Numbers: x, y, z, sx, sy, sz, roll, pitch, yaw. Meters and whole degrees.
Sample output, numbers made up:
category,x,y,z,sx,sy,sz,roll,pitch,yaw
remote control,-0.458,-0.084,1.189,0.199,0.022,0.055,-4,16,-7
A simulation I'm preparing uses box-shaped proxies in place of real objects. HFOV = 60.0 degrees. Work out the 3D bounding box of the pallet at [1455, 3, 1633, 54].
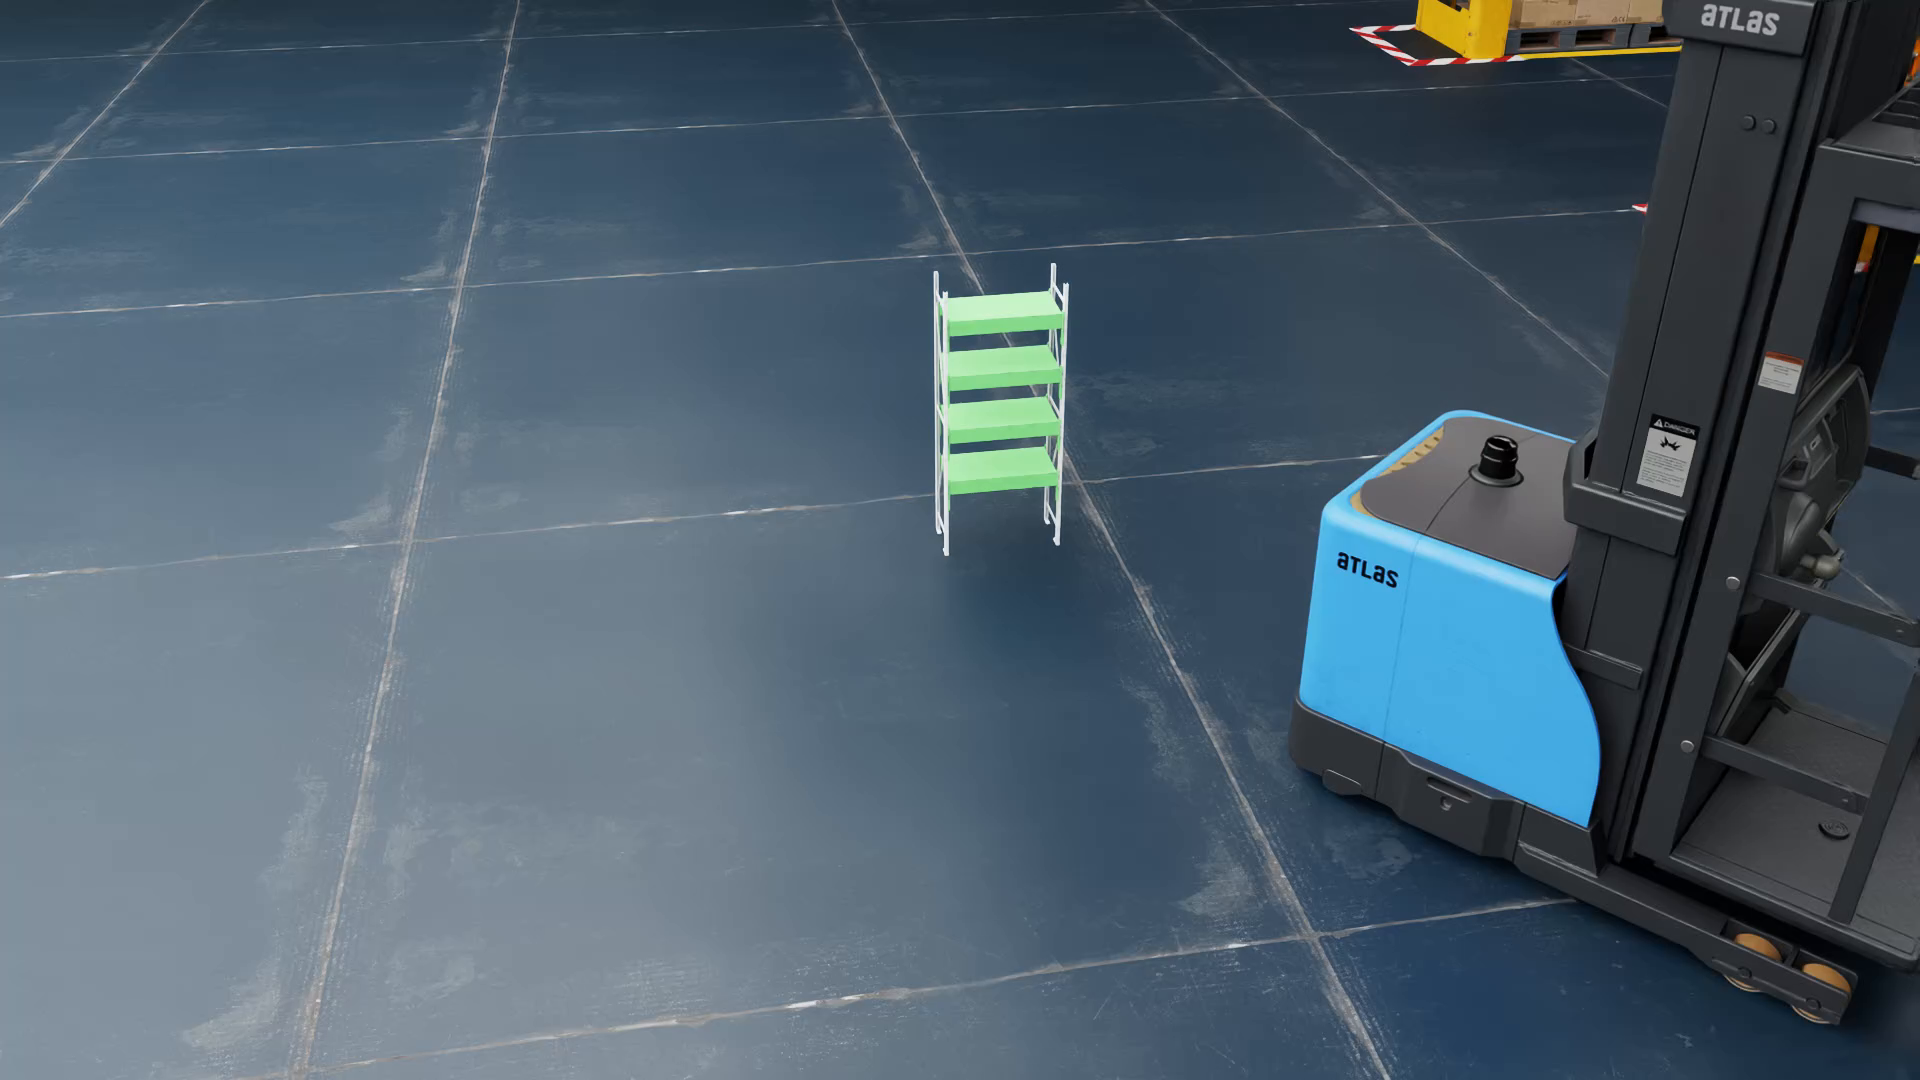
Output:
category,x,y,z,sx,sy,sz,roll,pitch,yaw
pallet,5.193,-4.607,14.877,1.213,0.211,1.003,-5,31,-9

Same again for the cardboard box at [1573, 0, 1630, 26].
category,x,y,z,sx,sy,sz,roll,pitch,yaw
cardboard box,5.507,-4.700,14.582,0.500,0.250,0.500,-5,31,-9

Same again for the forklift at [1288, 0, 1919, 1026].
category,x,y,z,sx,sy,sz,roll,pitch,yaw
forklift,2.608,-0.160,4.630,3.031,2.935,1.130,23,37,33

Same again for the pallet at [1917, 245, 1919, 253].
category,x,y,z,sx,sy,sz,roll,pitch,yaw
pallet,6.203,-2.148,10.695,1.213,0.211,1.003,-5,31,-9

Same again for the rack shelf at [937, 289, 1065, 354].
category,x,y,z,sx,sy,sz,roll,pitch,yaw
rack shelf,0.163,-0.891,6.761,0.480,0.148,0.258,-5,31,-9

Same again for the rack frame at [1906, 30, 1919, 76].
category,x,y,z,sx,sy,sz,roll,pitch,yaw
rack frame,5.337,-3.248,9.815,0.127,3.000,1.000,-5,31,-9

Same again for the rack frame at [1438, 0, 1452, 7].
category,x,y,z,sx,sy,sz,roll,pitch,yaw
rack frame,4.448,-5.718,14.016,0.127,3.000,1.000,-5,31,-9

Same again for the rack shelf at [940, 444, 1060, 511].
category,x,y,z,sx,sy,sz,roll,pitch,yaw
rack shelf,0.163,-0.270,7.126,0.480,0.148,0.258,-5,31,-9

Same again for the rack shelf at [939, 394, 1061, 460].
category,x,y,z,sx,sy,sz,roll,pitch,yaw
rack shelf,0.163,-0.477,7.004,0.480,0.148,0.258,-5,31,-9

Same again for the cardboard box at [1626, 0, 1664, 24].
category,x,y,z,sx,sy,sz,roll,pitch,yaw
cardboard box,5.999,-4.745,14.659,0.500,0.250,0.500,-5,31,-9

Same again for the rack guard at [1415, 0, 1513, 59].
category,x,y,z,sx,sy,sz,roll,pitch,yaw
rack guard,4.424,-4.639,14.646,0.348,0.500,1.175,-5,31,-9

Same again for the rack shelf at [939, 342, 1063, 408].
category,x,y,z,sx,sy,sz,roll,pitch,yaw
rack shelf,0.163,-0.684,6.882,0.480,0.148,0.258,-5,31,-9

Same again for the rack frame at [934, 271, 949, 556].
category,x,y,z,sx,sy,sz,roll,pitch,yaw
rack frame,-0.077,-0.510,6.934,0.015,1.200,0.240,-5,31,-9

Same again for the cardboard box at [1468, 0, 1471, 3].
category,x,y,z,sx,sy,sz,roll,pitch,yaw
cardboard box,4.922,-4.910,14.940,0.500,0.250,0.500,-5,31,-9

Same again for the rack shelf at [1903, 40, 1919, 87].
category,x,y,z,sx,sy,sz,roll,pitch,yaw
rack shelf,7.304,-3.121,10.308,4.000,0.370,1.077,-5,31,-9

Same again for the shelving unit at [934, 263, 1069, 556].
category,x,y,z,sx,sy,sz,roll,pitch,yaw
shelving unit,0.163,-0.532,6.972,0.503,1.200,0.258,-5,31,-9

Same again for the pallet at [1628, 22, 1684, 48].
category,x,y,z,sx,sy,sz,roll,pitch,yaw
pallet,6.390,-4.717,15.063,1.213,0.211,1.003,-5,31,-9

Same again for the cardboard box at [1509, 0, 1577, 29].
category,x,y,z,sx,sy,sz,roll,pitch,yaw
cardboard box,5.016,-4.652,14.501,0.500,0.250,0.500,-5,31,-9

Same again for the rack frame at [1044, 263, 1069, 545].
category,x,y,z,sx,sy,sz,roll,pitch,yaw
rack frame,0.403,-0.555,7.009,0.015,1.200,0.240,-5,31,-9

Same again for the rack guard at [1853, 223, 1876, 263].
category,x,y,z,sx,sy,sz,roll,pitch,yaw
rack guard,5.403,-2.201,10.500,0.348,0.500,1.175,-5,31,-9
